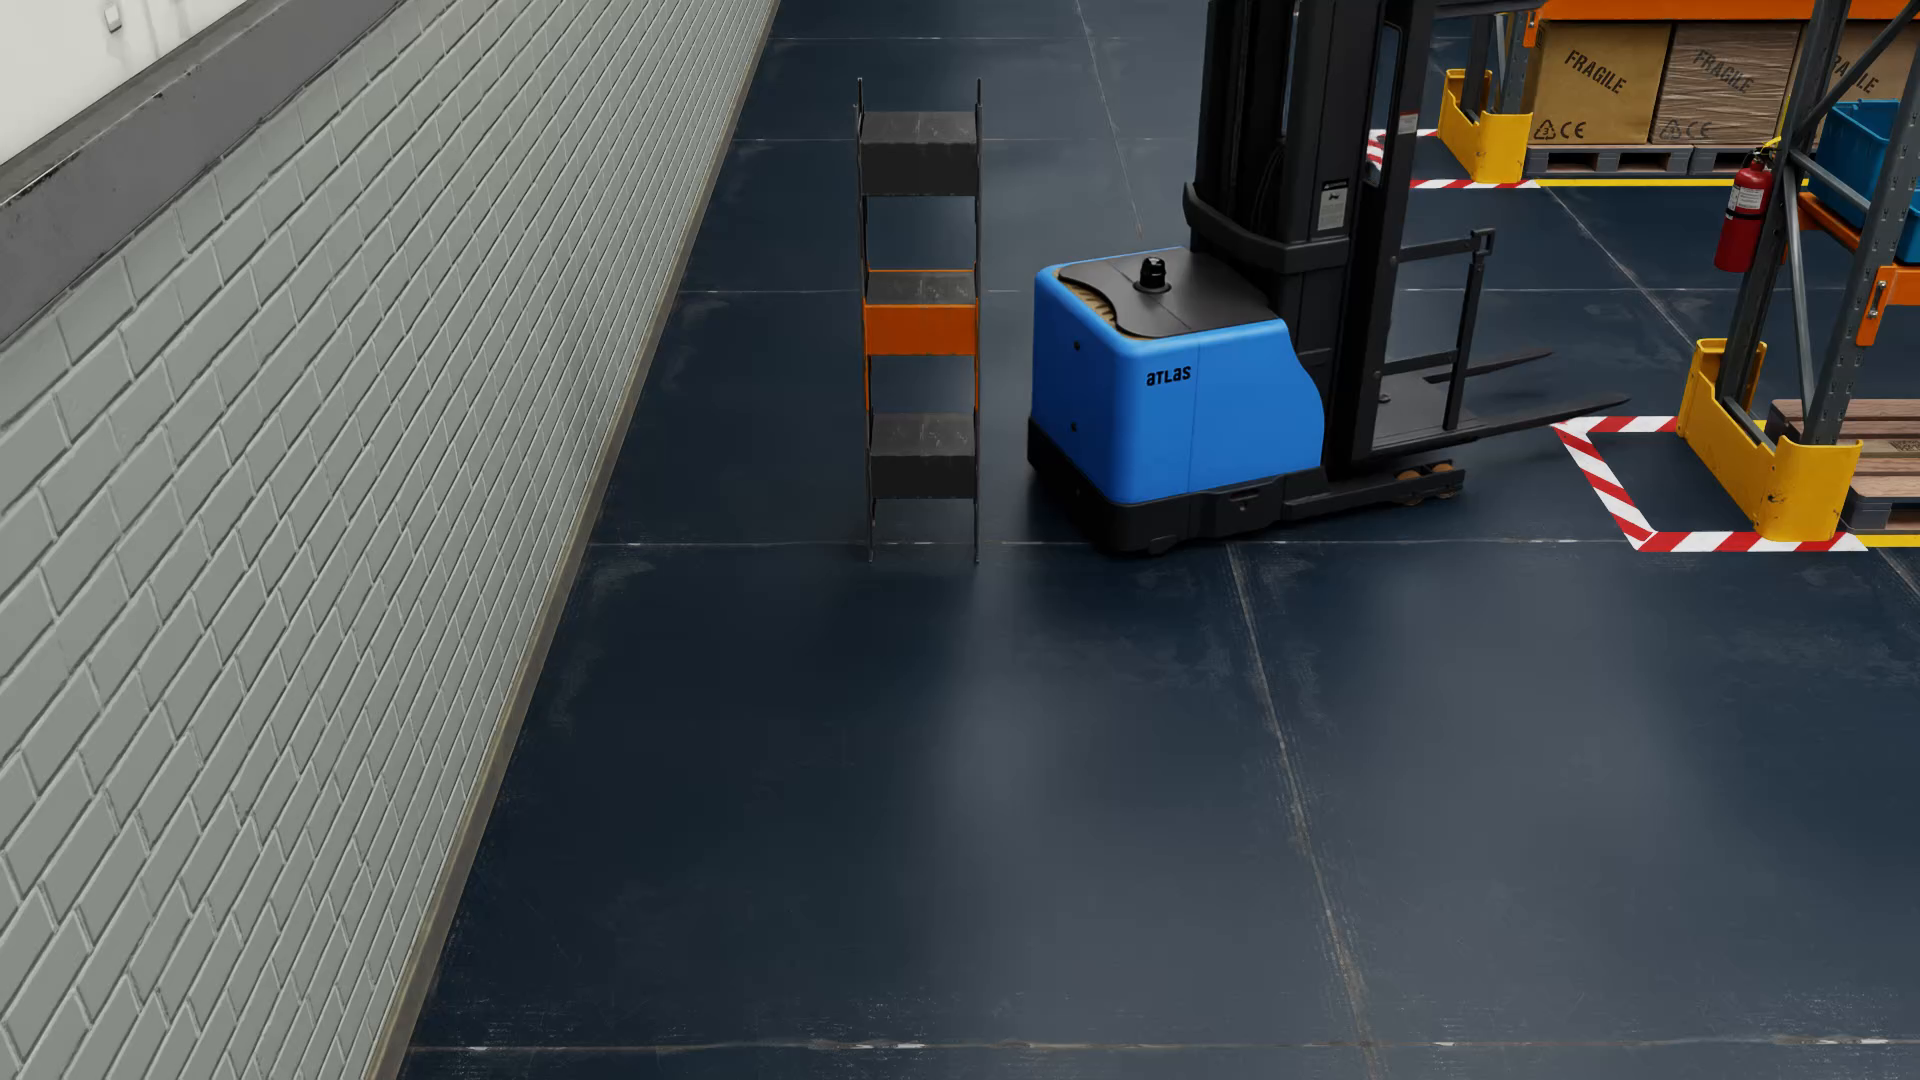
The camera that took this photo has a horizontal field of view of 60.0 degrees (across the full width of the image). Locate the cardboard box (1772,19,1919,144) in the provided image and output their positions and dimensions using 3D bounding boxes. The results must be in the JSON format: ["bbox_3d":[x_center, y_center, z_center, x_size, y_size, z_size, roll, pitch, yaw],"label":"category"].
[{"bbox_3d":[6.345,-3.474,12.227,0.875,0.875,0.875,0,31,0],"label":"cardboard box"}]

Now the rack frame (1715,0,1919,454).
[{"bbox_3d":[3.935,-1.584,7.470,0.127,3.000,1.000,0,31,0],"label":"rack frame"}]

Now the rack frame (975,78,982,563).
[{"bbox_3d":[0.078,-0.898,7.206,0.015,2.100,0.400,0,31,0],"label":"rack frame"}]

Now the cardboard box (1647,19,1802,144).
[{"bbox_3d":[5.455,-3.471,12.223,0.875,0.875,0.875,0,31,0],"label":"cardboard box"}]

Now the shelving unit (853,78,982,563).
[{"bbox_3d":[-0.166,-0.897,7.205,0.503,2.100,0.431,0,31,0],"label":"shelving unit"}]

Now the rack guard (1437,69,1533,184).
[{"bbox_3d":[3.882,-3.085,12.352,0.348,0.500,1.175,0,31,0],"label":"rack guard"}]

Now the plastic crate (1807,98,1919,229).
[{"bbox_3d":[4.269,-1.723,7.606,0.499,0.435,0.616,0,31,0],"label":"plastic crate"}]

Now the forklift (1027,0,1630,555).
[{"bbox_3d":[1.905,-1.661,7.663,3.031,2.935,1.130,-12,33,-18],"label":"forklift"}]

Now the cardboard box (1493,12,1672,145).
[{"bbox_3d":[4.545,-3.468,12.218,0.875,0.875,0.875,0,31,0],"label":"cardboard box"}]

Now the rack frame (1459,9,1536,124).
[{"bbox_3d":[3.906,-4.154,11.704,0.127,3.000,1.000,0,31,0],"label":"rack frame"}]

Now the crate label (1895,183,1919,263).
[{"bbox_3d":[4.184,-1.369,7.217,0.303,0.233,0.416,0,31,0],"label":"crate label"}]

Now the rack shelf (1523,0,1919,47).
[{"bbox_3d":[5.905,-3.852,11.901,4.000,0.370,1.077,0,31,0],"label":"rack shelf"}]

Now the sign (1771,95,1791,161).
[{"bbox_3d":[3.916,-1.939,7.898,0.005,0.325,0.100,0,31,0],"label":"sign"}]

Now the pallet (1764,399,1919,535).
[{"bbox_3d":[4.760,-0.375,8.164,1.213,0.211,1.003,0,31,0],"label":"pallet"}]

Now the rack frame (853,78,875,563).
[{"bbox_3d":[-0.410,-0.896,7.203,0.015,2.100,0.400,0,31,0],"label":"rack frame"}]

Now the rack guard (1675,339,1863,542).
[{"bbox_3d":[3.911,-0.509,8.107,0.348,0.500,1.175,0,31,0],"label":"rack guard"}]

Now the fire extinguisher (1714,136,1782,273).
[{"bbox_3d":[3.782,-1.627,7.974,0.183,0.674,0.296,0,31,0],"label":"fire extinguisher"}]

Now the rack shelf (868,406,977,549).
[{"bbox_3d":[-0.166,-0.287,7.575,0.480,0.518,0.431,0,31,0],"label":"rack shelf"}]

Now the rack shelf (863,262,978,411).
[{"bbox_3d":[-0.166,-0.886,7.212,0.480,0.518,0.431,0,31,0],"label":"rack shelf"}]

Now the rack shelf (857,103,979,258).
[{"bbox_3d":[-0.166,-1.484,6.848,0.480,0.518,0.431,0,31,0],"label":"rack shelf"}]

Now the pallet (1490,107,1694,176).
[{"bbox_3d":[4.705,-3.004,12.498,1.213,0.211,1.003,0,31,0],"label":"pallet"}]

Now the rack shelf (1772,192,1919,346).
[{"bbox_3d":[5.935,-1.283,7.667,4.000,0.370,1.077,0,31,0],"label":"rack shelf"}]

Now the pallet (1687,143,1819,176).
[{"bbox_3d":[5.922,-3.007,12.502,1.213,0.211,1.003,0,31,0],"label":"pallet"}]
